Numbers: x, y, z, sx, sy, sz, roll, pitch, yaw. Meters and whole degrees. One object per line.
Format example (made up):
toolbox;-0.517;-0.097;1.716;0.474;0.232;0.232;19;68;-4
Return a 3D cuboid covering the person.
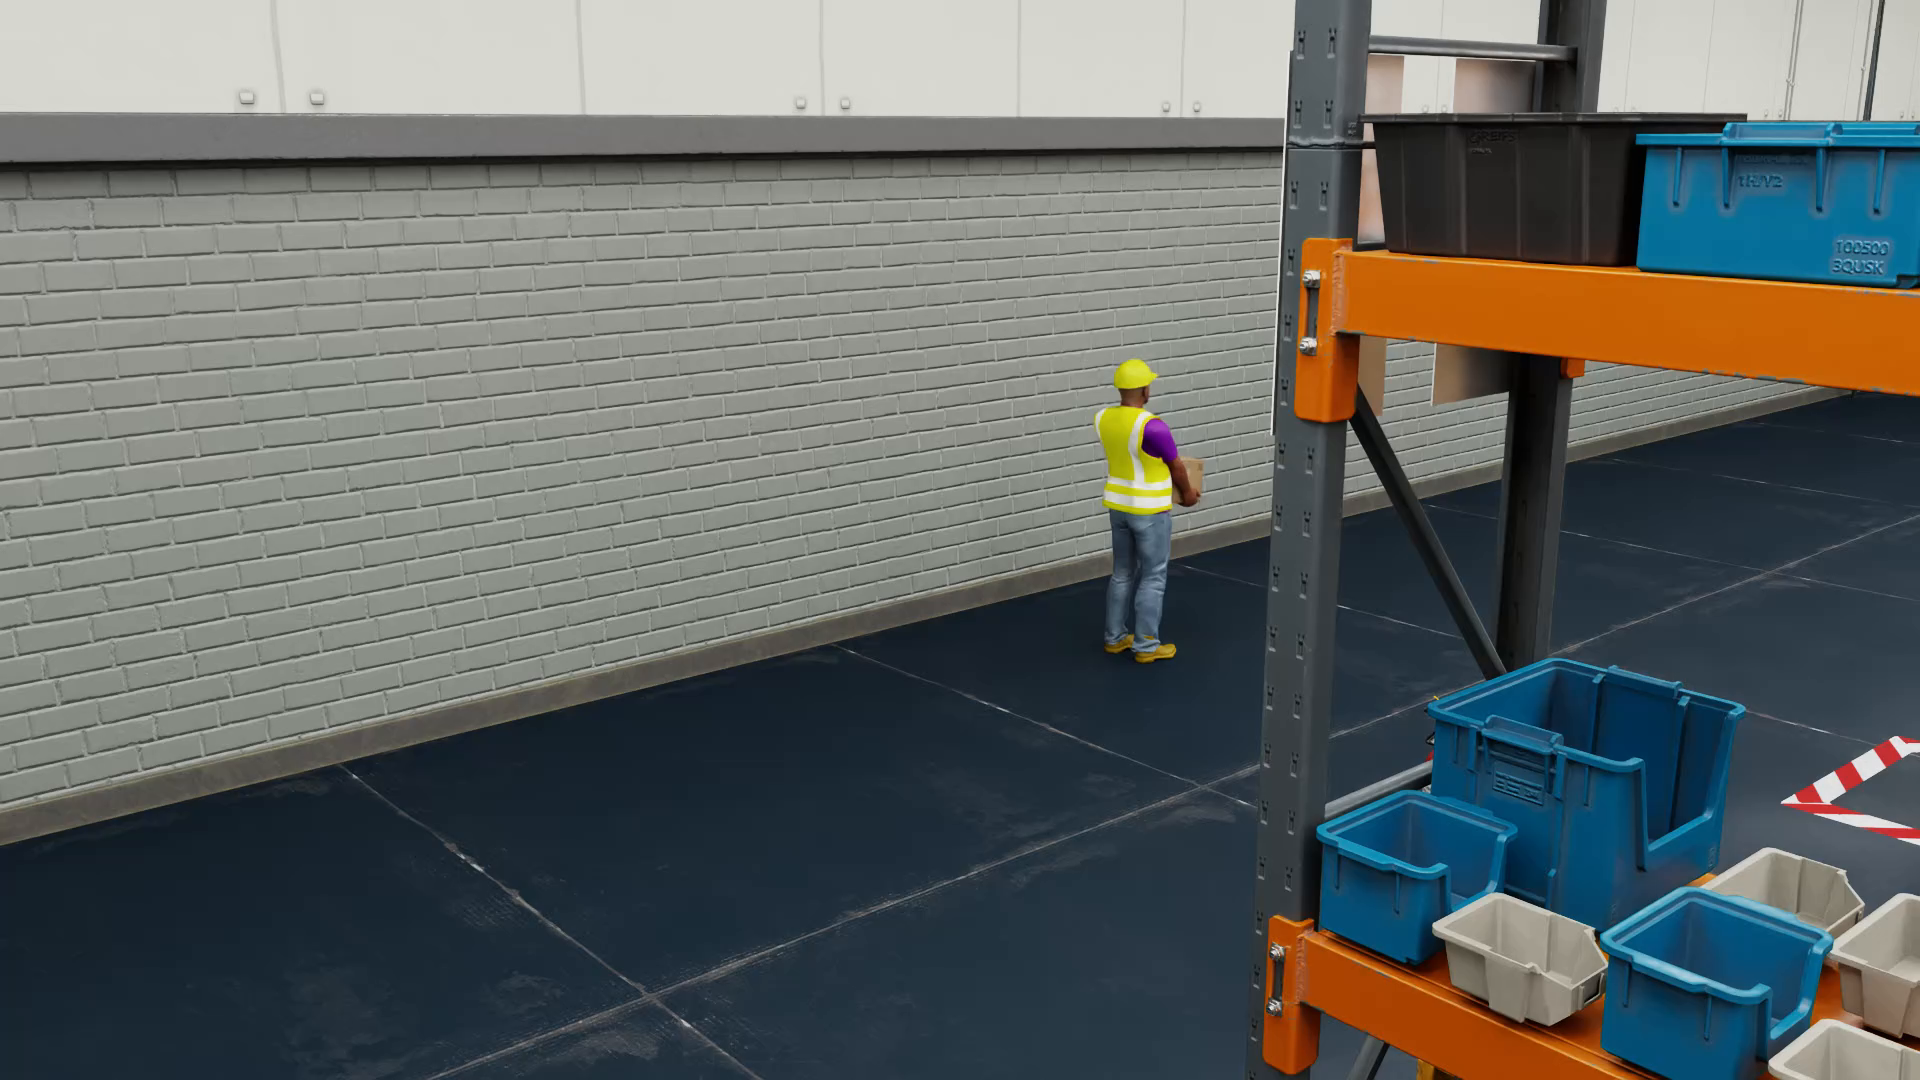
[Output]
person;1.101;-0.192;9.733;0.572;1.761;0.504;-11;18;-39
